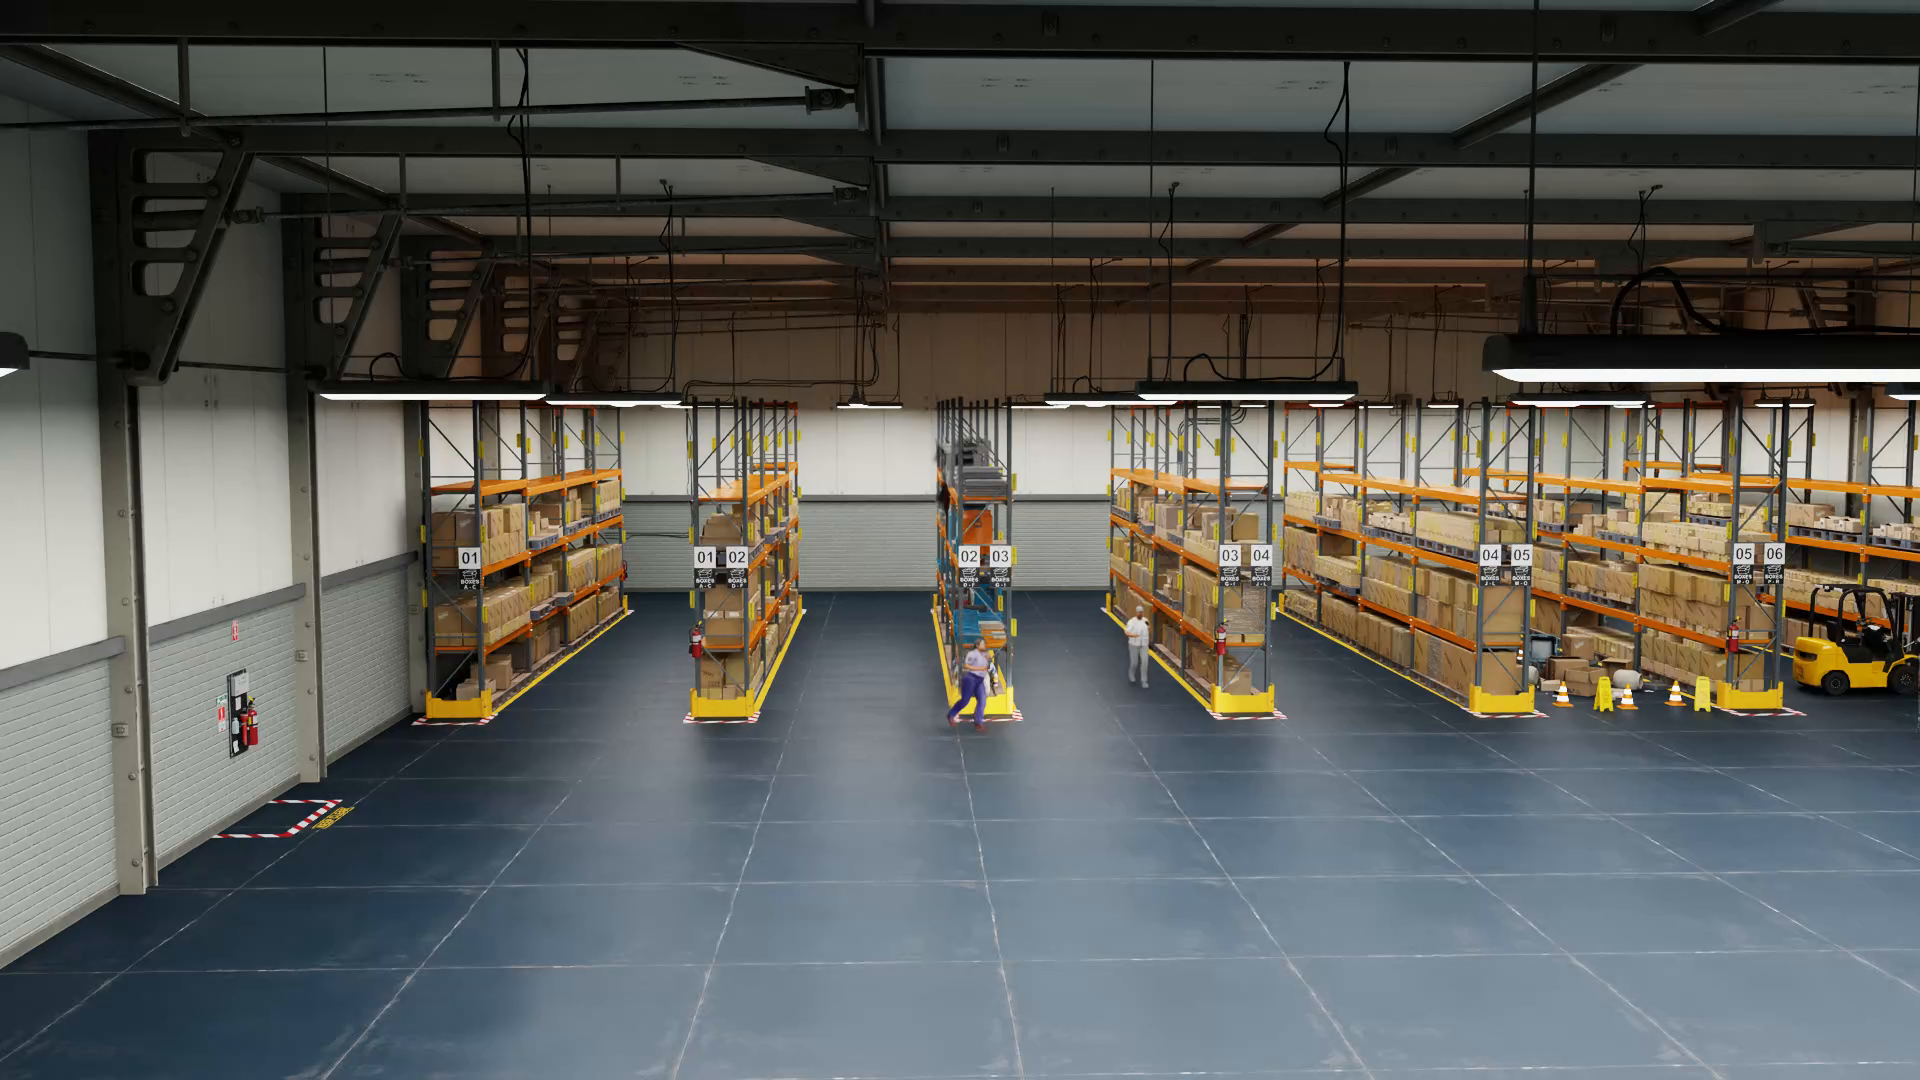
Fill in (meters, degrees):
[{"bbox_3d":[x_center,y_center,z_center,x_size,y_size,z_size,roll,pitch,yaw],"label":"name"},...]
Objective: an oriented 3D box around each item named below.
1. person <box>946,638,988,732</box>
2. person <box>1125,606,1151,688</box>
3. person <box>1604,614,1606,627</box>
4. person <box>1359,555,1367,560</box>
[{"bbox_3d":[0.254,2.597,30.072,0.880,1.642,0.645,4,6,38],"label":"person"},{"bbox_3d":[3.728,2.196,34.610,0.612,1.653,0.894,-1,4,-9],"label":"person"},{"bbox_3d":[16.439,1.571,42.622,0.685,1.736,0.599,0,4,-4],"label":"person"},{"bbox_3d":[11.230,1.270,46.376,0.666,1.751,0.670,0,4,-3],"label":"person"}]
